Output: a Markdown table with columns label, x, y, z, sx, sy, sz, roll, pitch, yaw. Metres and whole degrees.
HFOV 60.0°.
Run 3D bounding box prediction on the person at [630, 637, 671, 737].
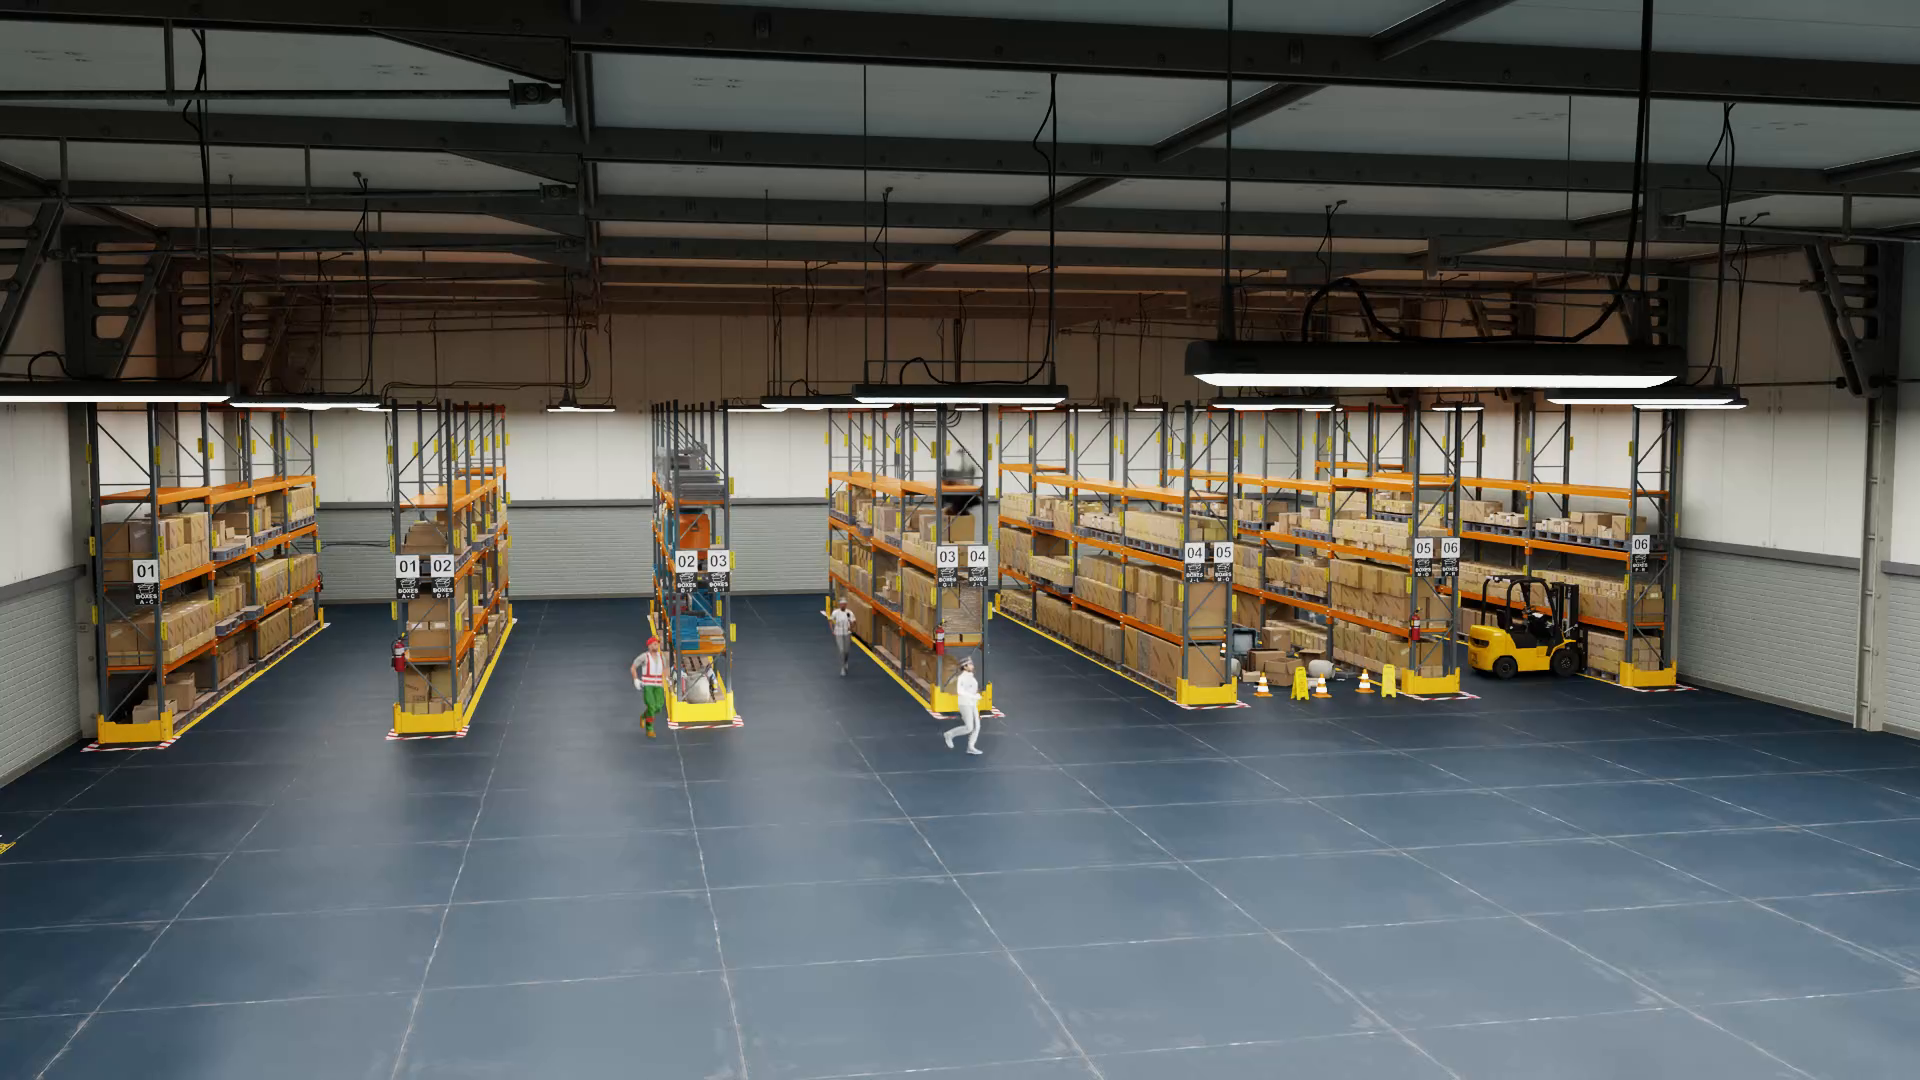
| label | x | y | z | sx | sy | sz | roll | pitch | yaw |
| --- | --- | --- | --- | --- | --- | --- | --- | --- | --- |
| person | -5.518 | 2.620 | 29.795 | 0.718 | 1.745 | 0.639 | -4 | 6 | -40 |

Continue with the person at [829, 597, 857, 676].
| label | x | y | z | sx | sy | sz | roll | pitch | yaw |
| --- | --- | --- | --- | --- | --- | --- | --- | --- | --- |
| person | -2.595 | 2.120 | 36.857 | 0.611 | 1.730 | 0.755 | -1 | 4 | -10 |

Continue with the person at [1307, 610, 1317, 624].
| label | x | y | z | sx | sy | sz | roll | pitch | yaw |
| --- | --- | --- | --- | --- | --- | --- | --- | --- | --- |
| person | 9.399 | 1.491 | 44.548 | 0.643 | 1.798 | 0.736 | -1 | 4 | -10 |

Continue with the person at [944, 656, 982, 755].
| label | x | y | z | sx | sy | sz | roll | pitch | yaw |
| --- | --- | --- | --- | --- | --- | --- | --- | --- | --- |
| person | 0.081 | 2.776 | 28.058 | 0.684 | 1.662 | 0.619 | 1 | 5 | 19 |
